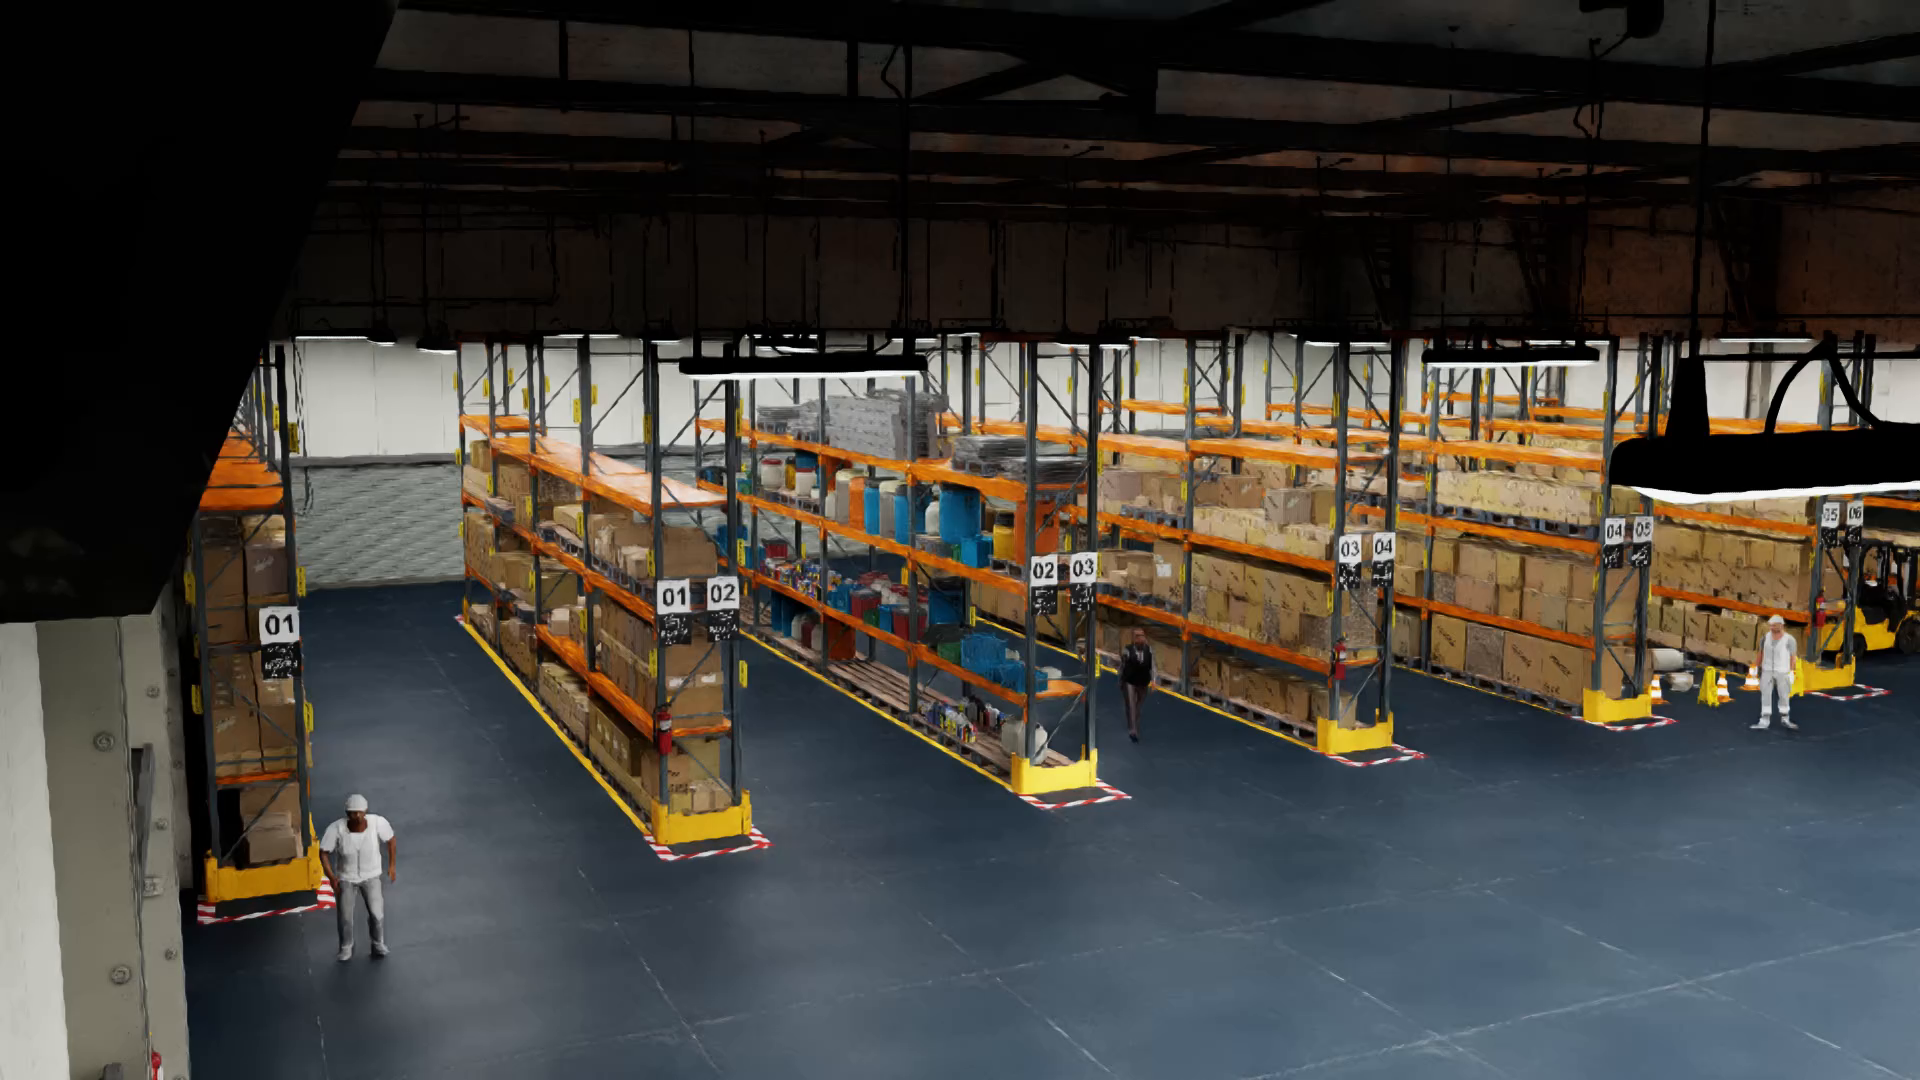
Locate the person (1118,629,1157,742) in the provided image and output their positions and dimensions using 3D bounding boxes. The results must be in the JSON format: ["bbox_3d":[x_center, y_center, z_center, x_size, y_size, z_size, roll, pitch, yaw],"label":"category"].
[{"bbox_3d":[2.671,2.146,24.943,0.539,1.661,1.033,-2,8,-15],"label":"person"}]

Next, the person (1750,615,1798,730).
[{"bbox_3d":[12.510,2.026,25.493,0.670,1.791,0.557,7,10,41],"label":"person"}]

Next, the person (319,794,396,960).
[{"bbox_3d":[-5.905,3.302,16.344,0.717,1.712,0.576,-3,8,-21],"label":"person"}]
